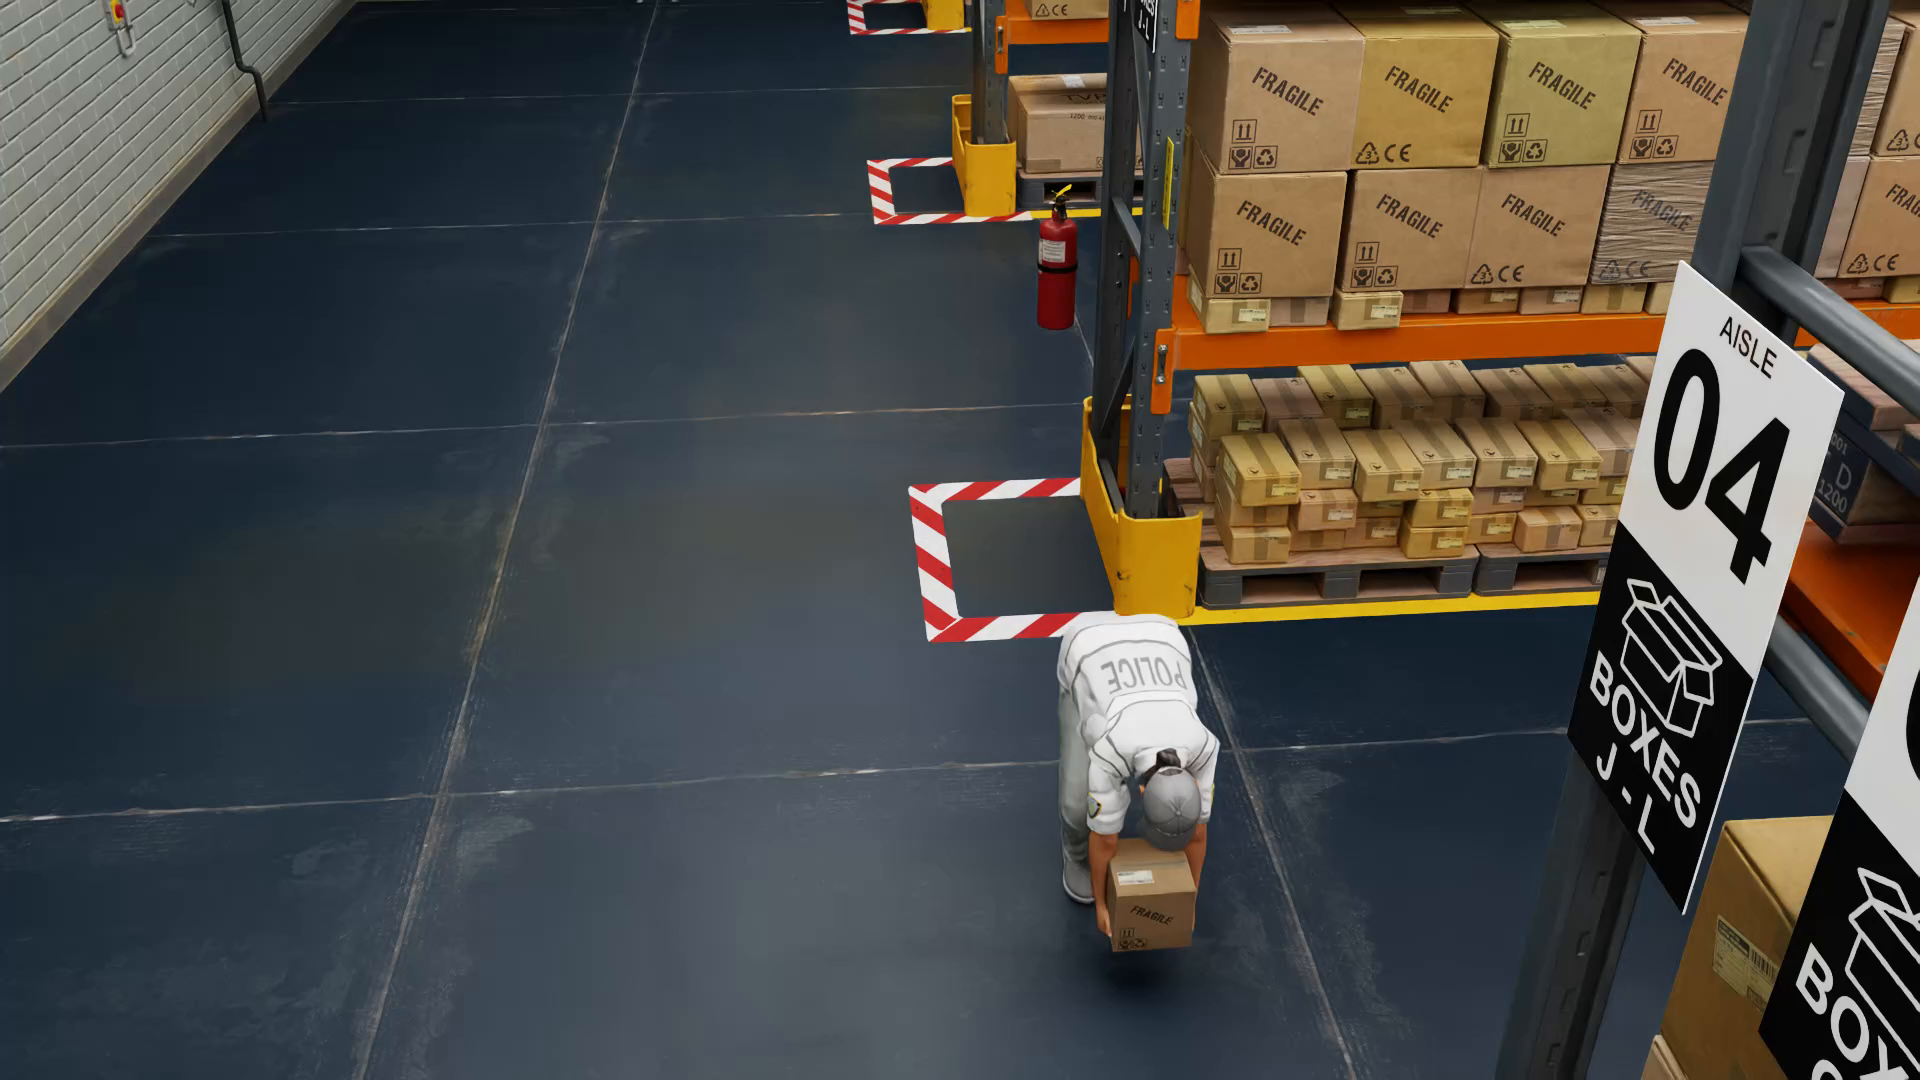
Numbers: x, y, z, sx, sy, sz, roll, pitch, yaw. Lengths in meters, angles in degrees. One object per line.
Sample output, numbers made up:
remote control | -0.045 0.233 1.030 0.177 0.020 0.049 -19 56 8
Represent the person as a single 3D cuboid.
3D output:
person | 0.580 0.826 5.403 0.497 1.014 0.950 -4 32 -7
